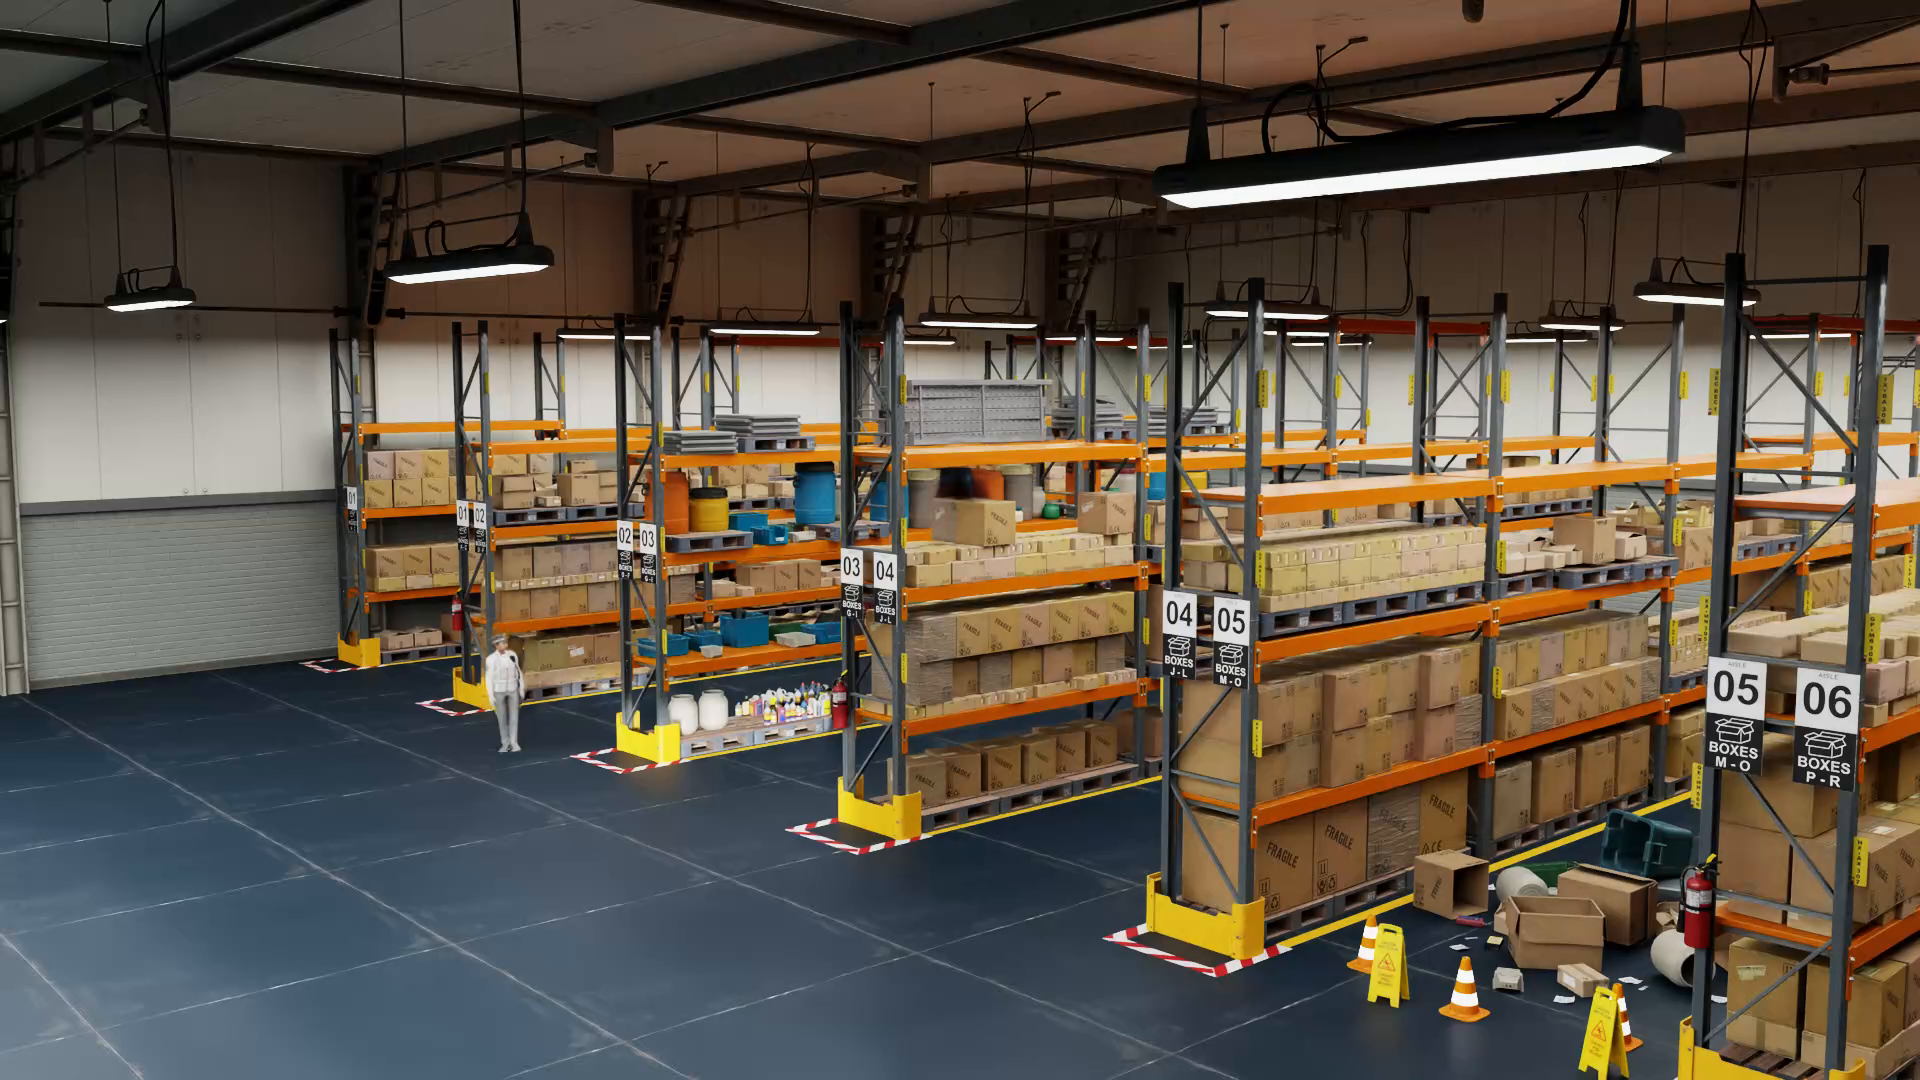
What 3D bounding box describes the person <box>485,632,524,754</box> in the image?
[{"bbox_3d":[-6.237,2.084,22.794,0.535,1.688,0.393,-2,6,-23],"label":"person"}]
